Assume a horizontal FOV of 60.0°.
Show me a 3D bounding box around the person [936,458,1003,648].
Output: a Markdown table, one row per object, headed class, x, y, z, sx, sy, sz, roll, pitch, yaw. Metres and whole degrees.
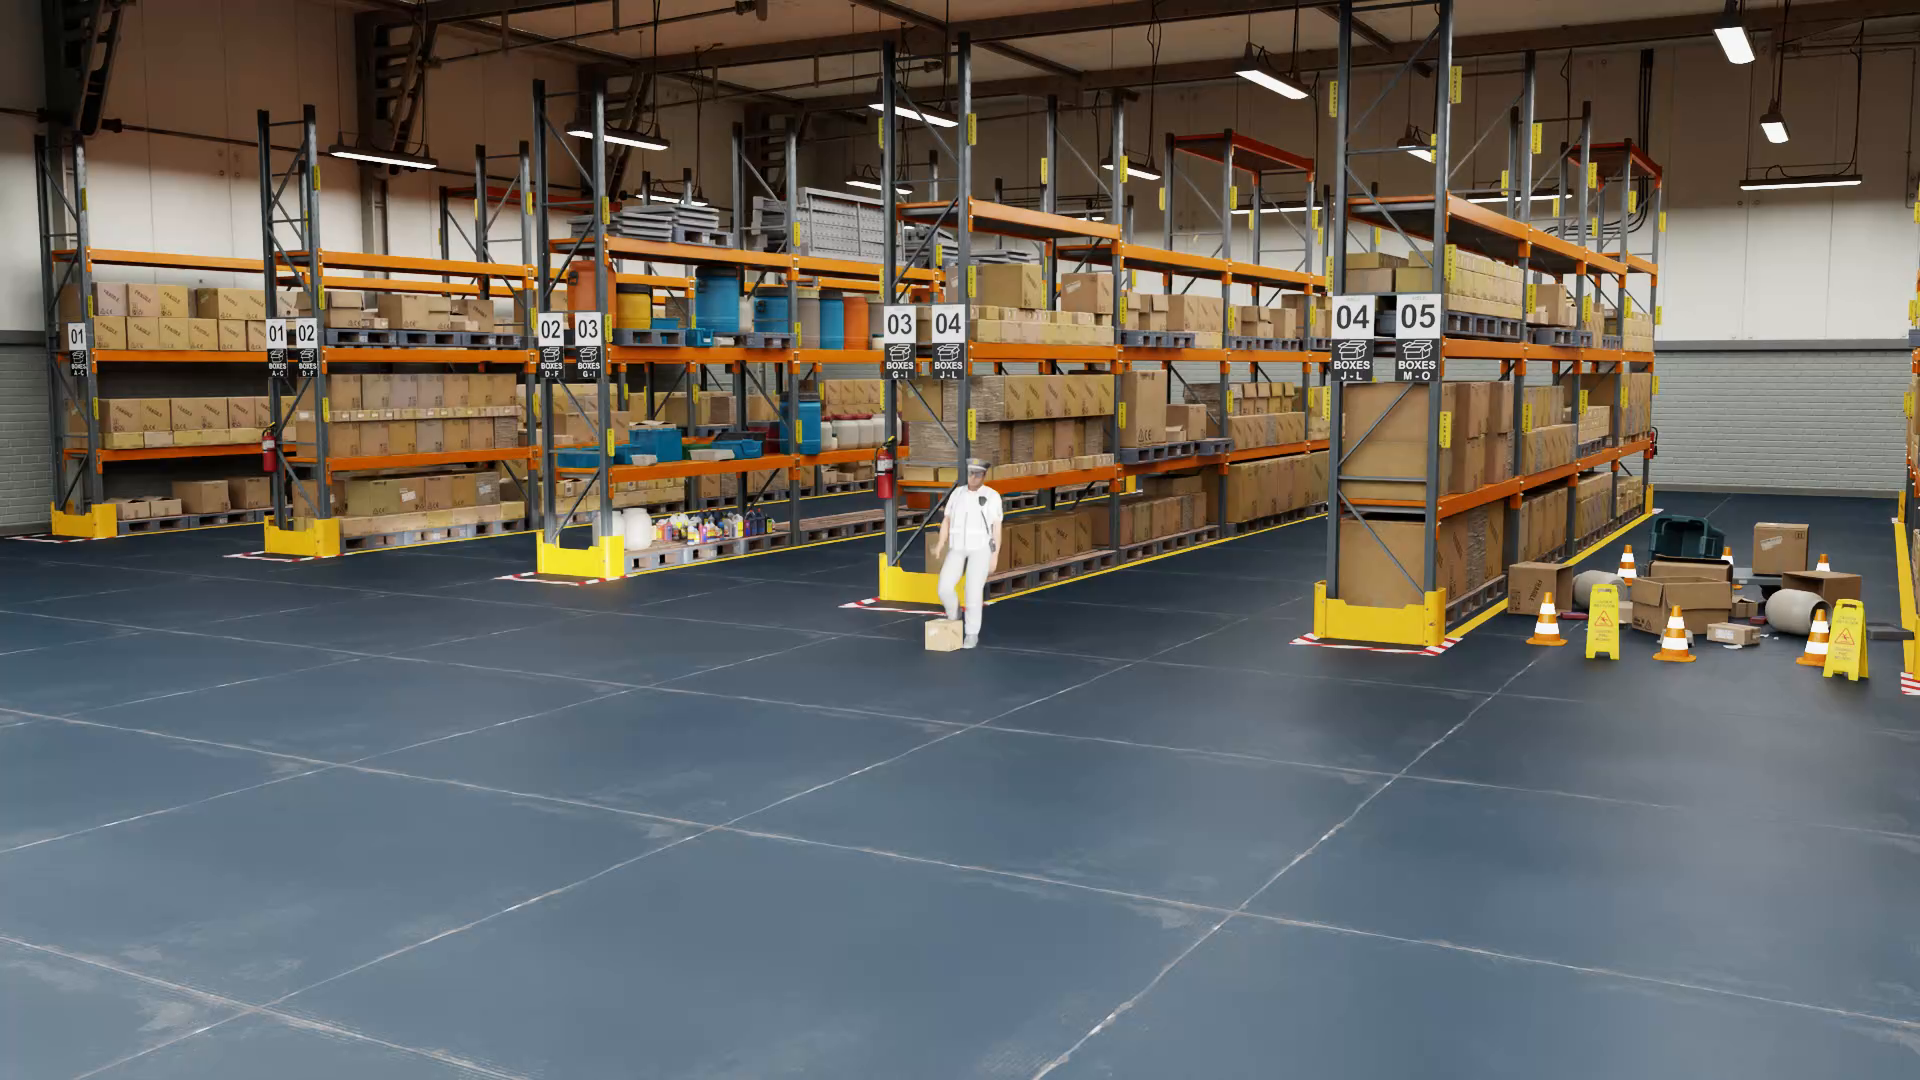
| class | x | y | z | sx | sy | sz | roll | pitch | yaw |
| --- | --- | --- | --- | --- | --- | --- | --- | --- | --- |
| person | 0.062 | 0.106 | 15.352 | 0.566 | 1.723 | 0.624 | 2 | 6 | 20 |
